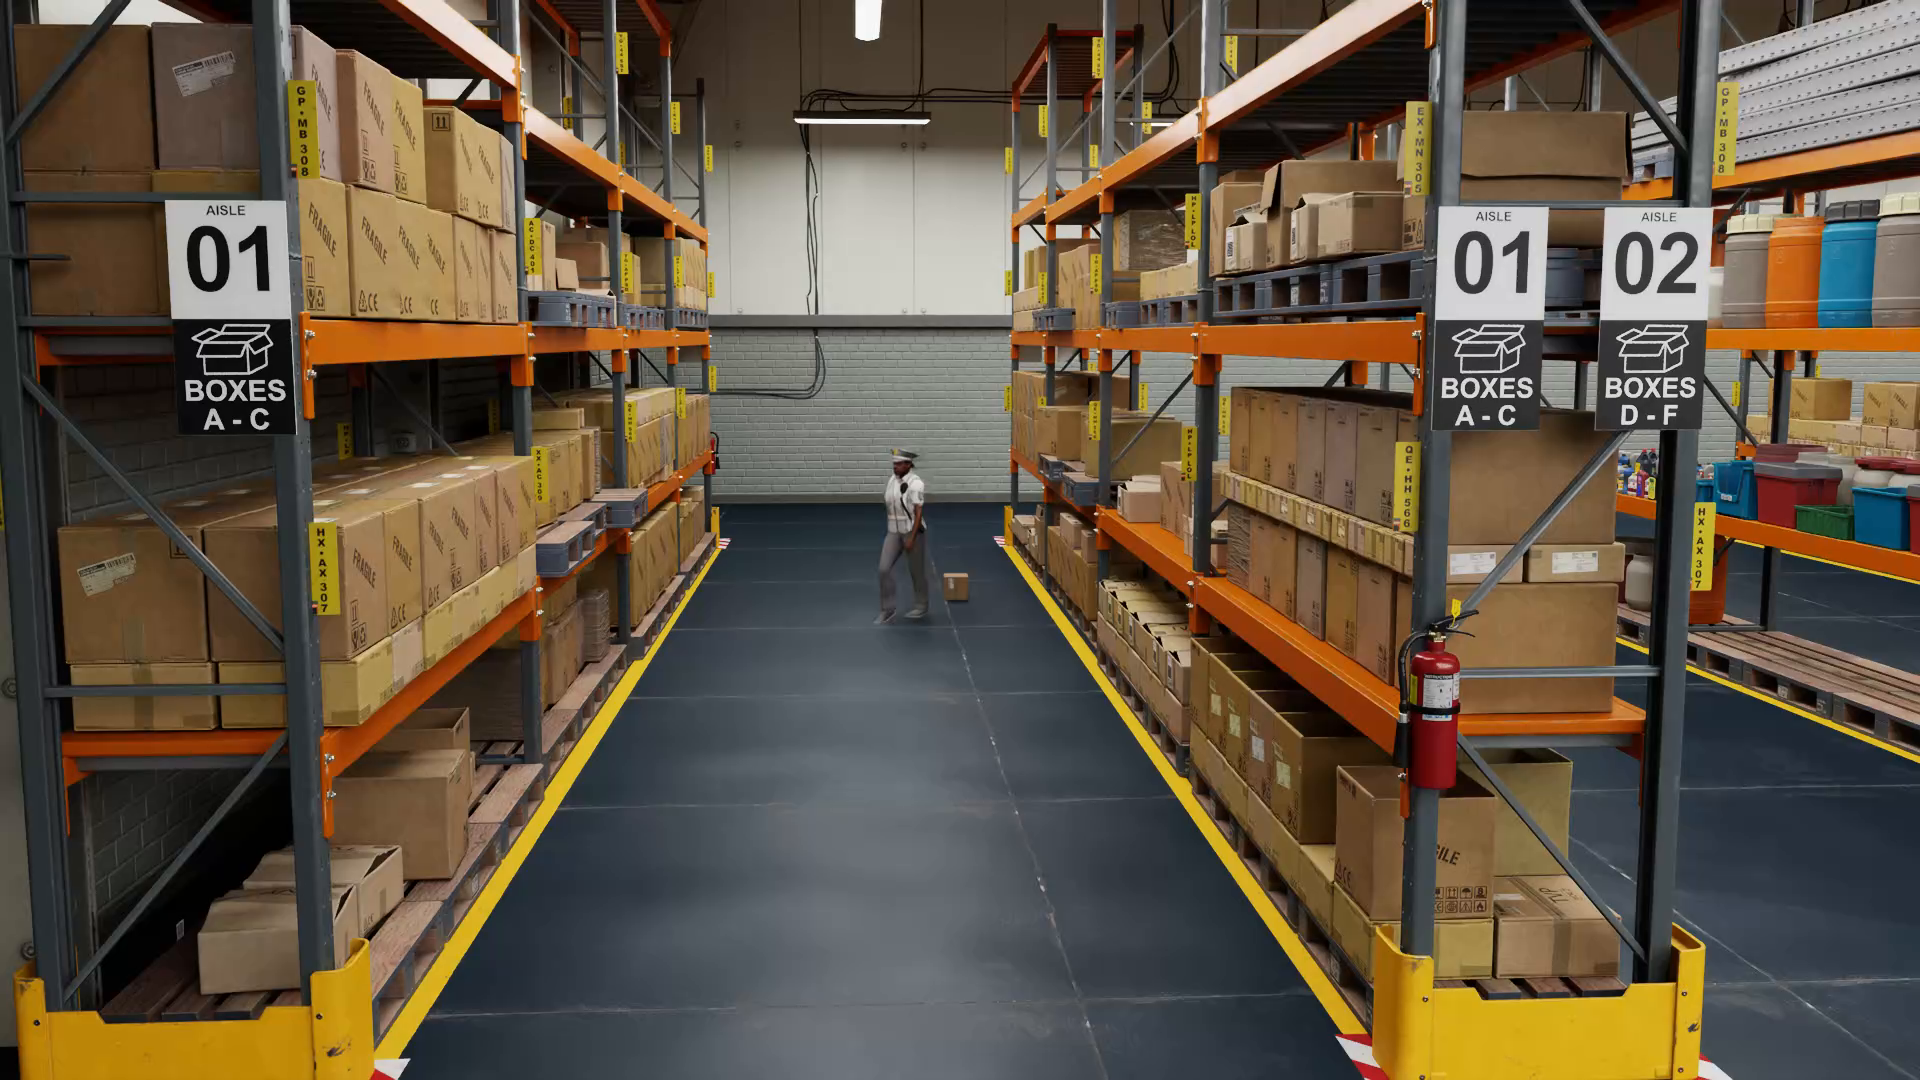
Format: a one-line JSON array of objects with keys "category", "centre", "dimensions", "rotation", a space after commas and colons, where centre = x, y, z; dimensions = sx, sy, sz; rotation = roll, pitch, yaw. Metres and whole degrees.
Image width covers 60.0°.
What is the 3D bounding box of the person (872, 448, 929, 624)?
[{"category": "person", "centre": [-0.520, -0.019, 15.985], "dimensions": [0.469, 1.744, 0.571], "rotation": [5, 9, 37]}]
